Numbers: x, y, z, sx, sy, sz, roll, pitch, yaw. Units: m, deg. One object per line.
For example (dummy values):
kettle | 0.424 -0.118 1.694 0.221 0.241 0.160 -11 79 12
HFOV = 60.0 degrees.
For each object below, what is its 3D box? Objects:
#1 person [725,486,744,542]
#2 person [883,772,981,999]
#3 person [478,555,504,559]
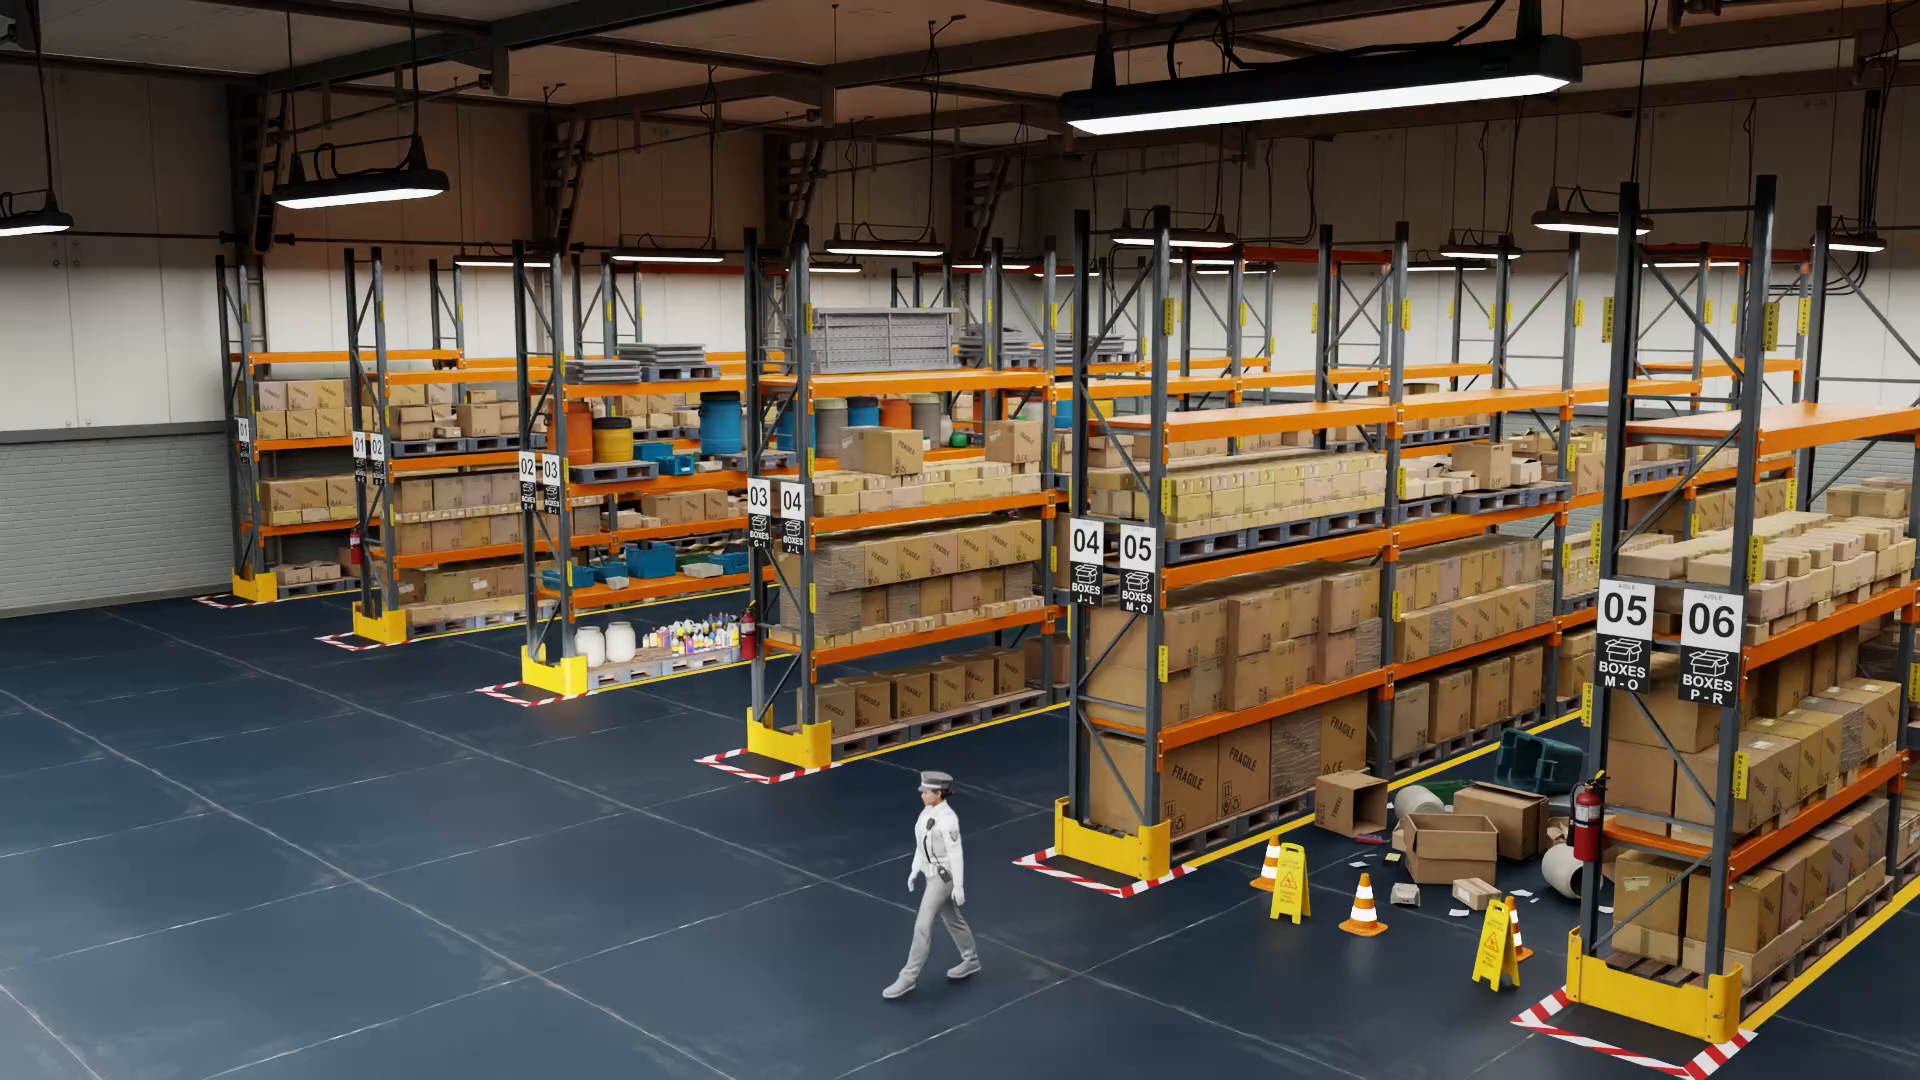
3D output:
person | -4.436 -0.275 32.800 0.484 1.598 0.367 6 10 38
person | -0.231 2.561 12.612 0.849 1.634 0.528 -2 8 -17
person | -8.200 0.203 28.874 0.584 1.712 0.990 5 10 33
